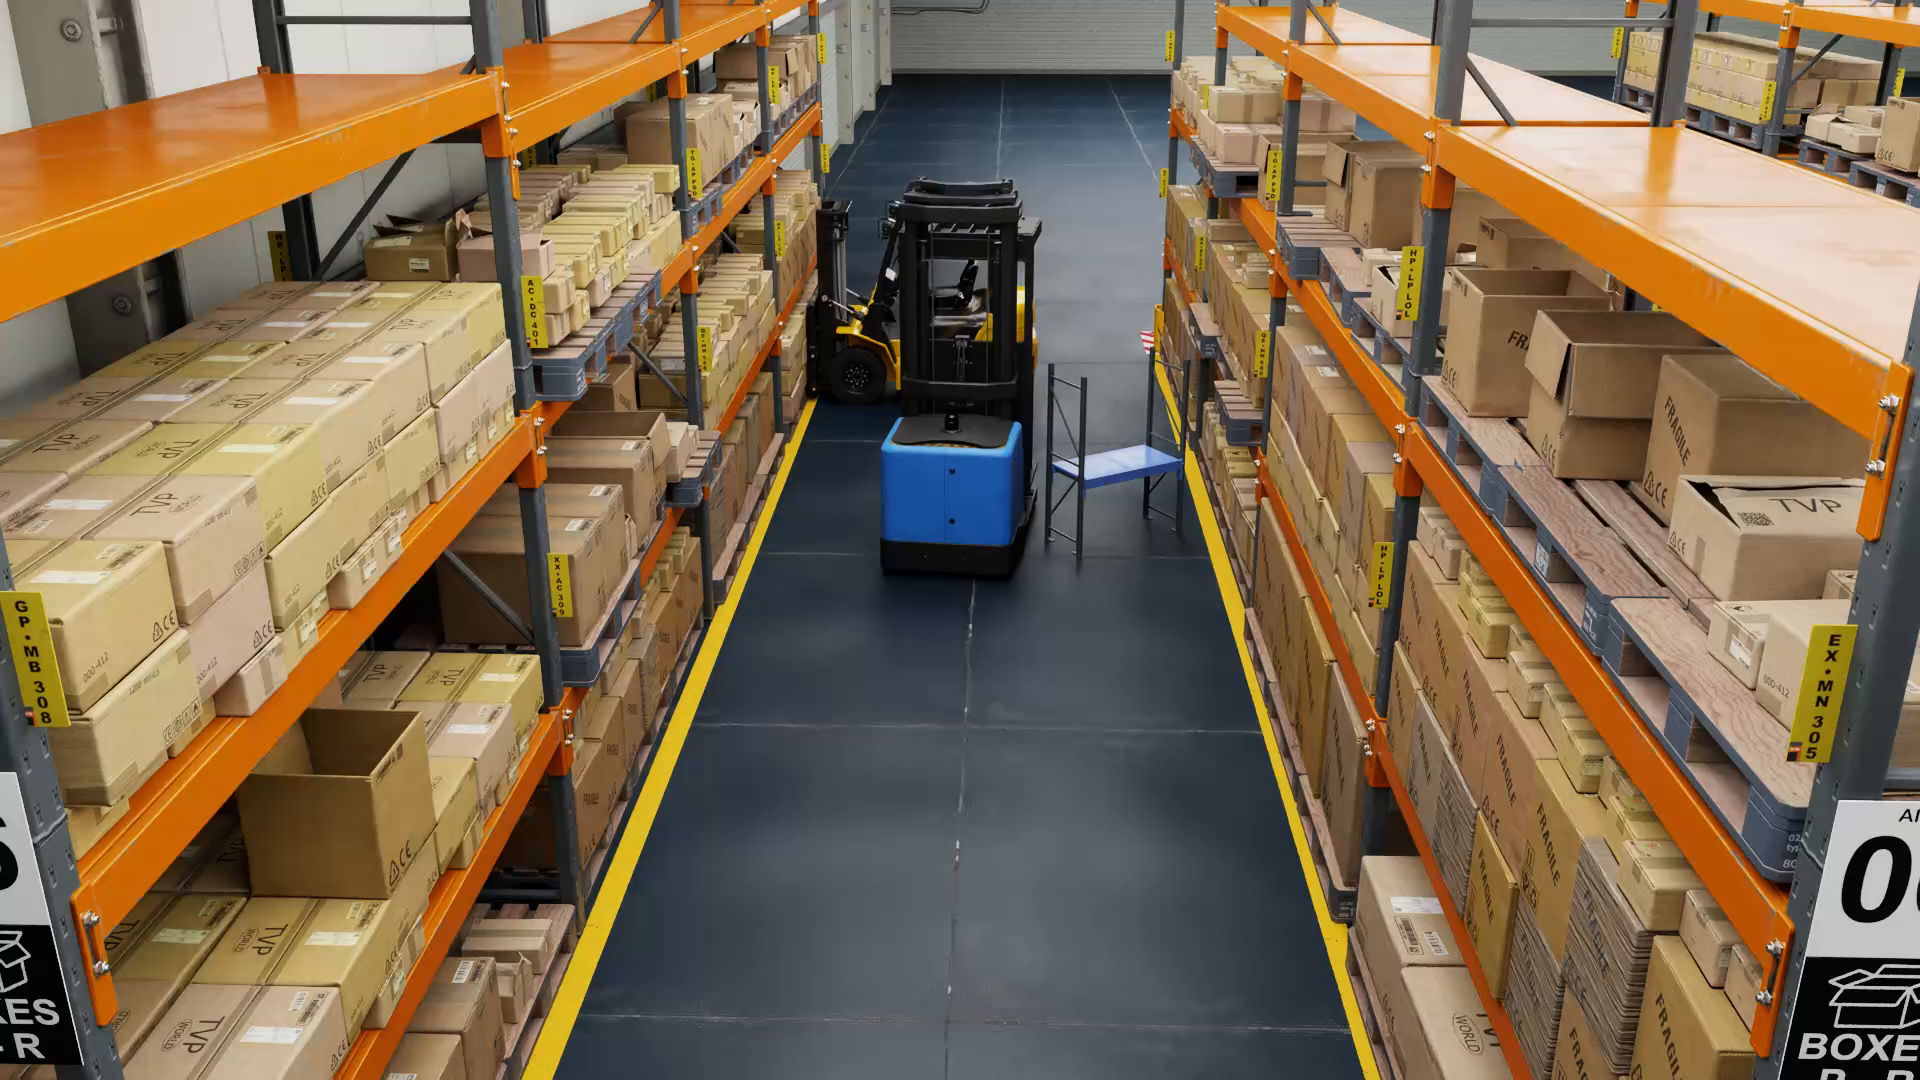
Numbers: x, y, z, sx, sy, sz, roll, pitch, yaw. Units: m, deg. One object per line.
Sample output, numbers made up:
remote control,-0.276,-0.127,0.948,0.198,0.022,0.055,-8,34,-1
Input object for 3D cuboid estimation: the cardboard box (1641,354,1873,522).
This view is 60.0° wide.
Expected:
cardboard box,2.600,-0.298,5.441,0.500,0.500,0.500,1,21,3

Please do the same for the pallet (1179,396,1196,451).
pallet,2.739,-1.166,16.535,1.003,0.211,1.213,1,21,2

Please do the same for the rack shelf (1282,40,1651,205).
rack shelf,2.572,-2.328,8.930,1.077,0.370,4.000,1,21,2

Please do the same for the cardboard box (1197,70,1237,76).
cardboard box,2.584,-4.646,16.747,0.380,0.149,0.250,1,21,3

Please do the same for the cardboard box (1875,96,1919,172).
cardboard box,7.356,-3.077,12.603,0.500,0.500,0.500,1,21,2

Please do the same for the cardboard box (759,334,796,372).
cardboard box,-1.879,-1.827,16.223,0.500,0.250,0.500,0,21,1

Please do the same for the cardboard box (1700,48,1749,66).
cardboard box,7.437,-4.692,16.148,0.380,0.149,0.250,0,21,1

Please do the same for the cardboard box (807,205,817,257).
cardboard box,-1.863,-3.400,18.301,0.500,0.500,0.500,1,21,3

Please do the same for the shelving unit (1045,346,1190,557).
shelving unit,1.284,-0.738,13.652,1.048,1.500,0.538,-12,24,-29

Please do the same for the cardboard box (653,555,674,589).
cardboard box,-2.120,0.213,11.105,0.380,0.149,0.250,0,21,0

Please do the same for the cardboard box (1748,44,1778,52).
cardboard box,8.109,-4.869,16.604,0.380,0.149,0.250,1,21,2

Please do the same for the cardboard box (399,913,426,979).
cardboard box,-2.212,1.504,6.147,0.380,0.149,0.250,1,21,3

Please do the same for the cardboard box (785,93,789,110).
cardboard box,-1.867,-4.236,16.075,0.380,0.149,0.250,1,21,3

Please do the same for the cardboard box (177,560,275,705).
cardboard box,-2.291,0.254,4.669,0.500,0.250,0.500,1,21,3

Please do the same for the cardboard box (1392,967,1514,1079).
cardboard box,2.358,2.218,6.920,0.875,0.438,0.875,0,21,0

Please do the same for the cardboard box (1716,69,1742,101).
cardboard box,7.479,-4.278,15.631,0.500,0.250,0.500,1,21,1

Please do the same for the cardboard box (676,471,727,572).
cardboard box,-2.296,-0.144,12.748,0.875,0.625,0.625,1,21,3

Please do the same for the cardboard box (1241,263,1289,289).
cardboard box,2.400,-2.054,12.943,0.380,0.149,0.250,0,21,-1

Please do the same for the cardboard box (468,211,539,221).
cardboard box,-2.537,-1.713,9.161,0.380,0.149,0.250,1,21,3

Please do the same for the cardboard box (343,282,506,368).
cardboard box,-2.225,-0.898,6.949,0.500,0.250,0.500,1,21,2

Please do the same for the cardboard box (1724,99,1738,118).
cardboard box,7.410,-4.048,15.590,0.380,0.149,0.250,1,21,2

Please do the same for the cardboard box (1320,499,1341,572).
cardboard box,2.299,-0.023,9.252,0.500,0.250,0.500,1,21,3

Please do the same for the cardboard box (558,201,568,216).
cardboard box,-2.640,-2.030,10.418,0.380,0.149,0.250,1,21,3

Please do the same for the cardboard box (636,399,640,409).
cardboard box,-2.571,-0.925,12.267,0.500,0.250,0.500,0,21,0

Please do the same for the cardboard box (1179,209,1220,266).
cardboard box,2.550,-3.130,17.194,0.500,0.500,0.500,0,21,1

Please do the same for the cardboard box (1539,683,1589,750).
cardboard box,2.211,0.613,5.680,0.380,0.149,0.250,1,21,3

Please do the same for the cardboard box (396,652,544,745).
cardboard box,-2.222,0.735,7.578,0.500,0.250,0.500,1,21,3

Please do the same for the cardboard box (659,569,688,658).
cardboard box,-2.153,0.476,11.323,0.500,0.500,0.500,0,21,1

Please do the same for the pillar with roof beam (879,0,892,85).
pillar with roof beam,2.208,-17.077,45.393,9.100,9.000,0.400,1,21,2

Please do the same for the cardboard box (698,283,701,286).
cardboard box,-2.504,-2.077,14.544,0.500,0.250,0.500,0,21,1

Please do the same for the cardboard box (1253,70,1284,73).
cardboard box,3.148,-4.641,16.736,0.380,0.149,0.250,1,21,3

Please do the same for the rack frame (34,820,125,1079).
rack frame,-2.572,2.063,4.359,1.000,3.000,0.127,1,21,2

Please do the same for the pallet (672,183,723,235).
pallet,-2.398,-2.386,11.940,1.213,0.211,1.003,2,21,4

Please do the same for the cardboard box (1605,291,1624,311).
cardboard box,2.876,-1.039,7.811,0.396,0.266,0.258,0,21,1

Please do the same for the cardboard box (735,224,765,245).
cardboard box,-1.901,-2.875,15.640,0.380,0.149,0.250,1,21,3

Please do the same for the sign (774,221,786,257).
sign,-1.665,-2.776,15.339,0.100,0.325,0.005,1,21,2

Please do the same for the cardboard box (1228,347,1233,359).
cardboard box,2.375,-1.537,13.404,0.380,0.149,0.250,0,21,0

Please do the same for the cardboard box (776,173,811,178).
cardboard box,-1.862,-3.988,18.508,0.380,0.149,0.250,1,21,2

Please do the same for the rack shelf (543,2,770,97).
rack shelf,-2.268,-3.828,12.794,1.077,0.370,4.000,1,21,2

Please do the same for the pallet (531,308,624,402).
pallet,-2.361,-0.929,8.183,1.213,0.211,1.003,1,21,2

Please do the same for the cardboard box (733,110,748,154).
cardboard box,-2.009,-3.333,13.524,0.500,0.311,0.500,0,21,0

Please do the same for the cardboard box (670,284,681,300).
cardboard box,-2.524,-2.040,13.897,0.380,0.149,0.250,0,21,1

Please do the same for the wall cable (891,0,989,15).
wall cable,-0.684,-16.727,48.785,3.097,2.526,0.112,1,21,2

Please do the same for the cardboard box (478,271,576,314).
cardboard box,-2.003,-1.149,7.707,0.380,0.149,0.250,1,21,3

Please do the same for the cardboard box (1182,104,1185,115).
cardboard box,2.580,-4.642,17.841,0.380,0.149,0.250,1,21,3

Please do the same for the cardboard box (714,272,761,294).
cardboard box,-1.921,-2.221,14.364,0.380,0.149,0.250,0,21,0

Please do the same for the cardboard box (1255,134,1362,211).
cardboard box,2.650,-2.775,12.537,0.797,0.503,0.637,1,21,2

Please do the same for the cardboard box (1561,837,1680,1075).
cardboard box,2.152,1.237,4.966,0.500,0.500,0.500,1,21,2

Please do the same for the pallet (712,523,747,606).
pallet,-2.265,0.173,13.084,1.003,0.211,1.213,1,21,2

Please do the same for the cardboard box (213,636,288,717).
cardboard box,-2.213,0.392,4.865,0.380,0.149,0.250,1,21,3

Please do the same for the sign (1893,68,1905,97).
sign,8.248,-3.988,14.658,0.100,0.325,0.005,1,21,2

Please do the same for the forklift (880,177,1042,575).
forklift,0.084,-1.591,13.870,1.130,2.935,3.031,3,21,7

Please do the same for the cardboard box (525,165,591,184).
cardboard box,-2.617,-2.352,10.837,0.380,0.149,0.250,0,21,0

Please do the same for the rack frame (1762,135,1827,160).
rack frame,7.705,-2.205,15.357,1.000,3.000,0.127,1,21,2

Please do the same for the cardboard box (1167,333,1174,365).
cardboard box,2.552,-2.110,18.333,0.500,0.250,0.500,1,21,4
